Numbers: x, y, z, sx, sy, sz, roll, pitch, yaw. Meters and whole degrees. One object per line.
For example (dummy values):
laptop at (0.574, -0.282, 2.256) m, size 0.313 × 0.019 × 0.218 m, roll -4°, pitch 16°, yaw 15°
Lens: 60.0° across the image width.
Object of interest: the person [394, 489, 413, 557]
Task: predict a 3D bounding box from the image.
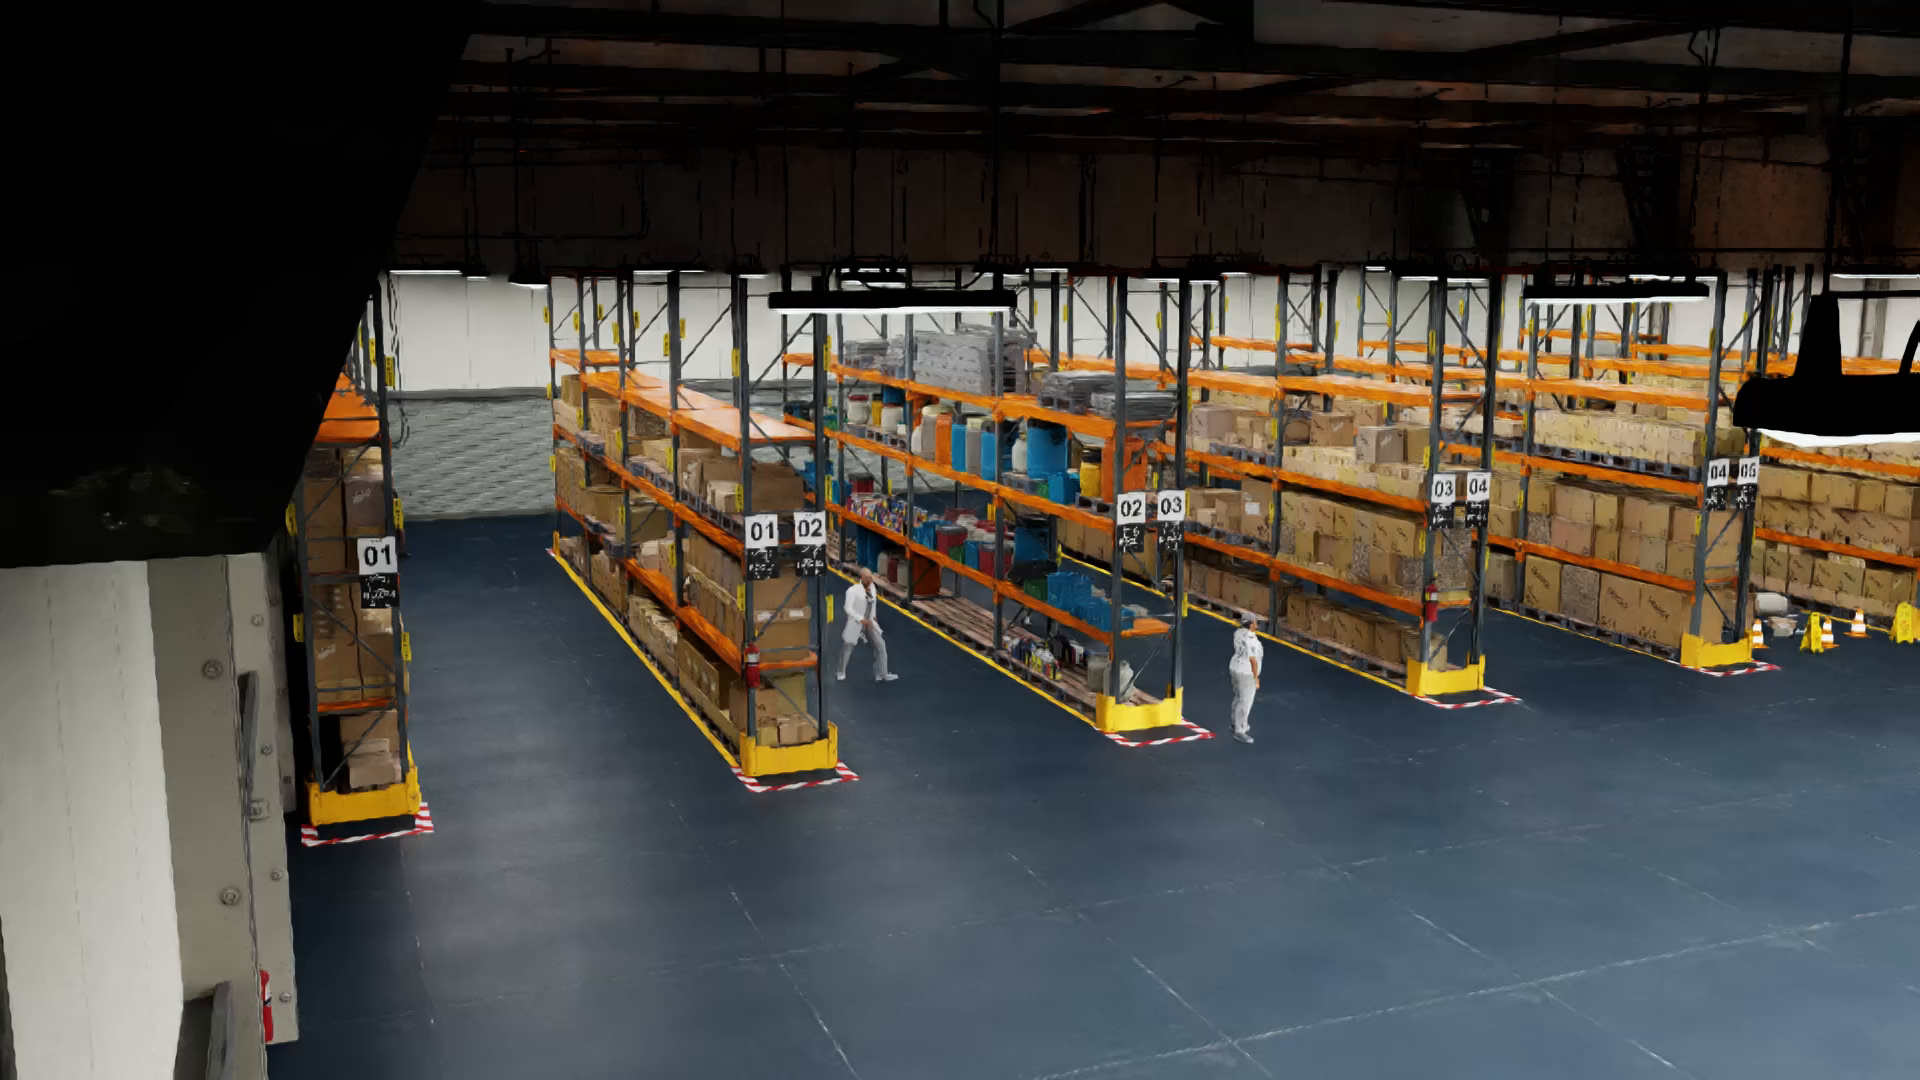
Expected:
person at (-11.839, -0.462, 34.427) m, size 0.748 × 1.672 × 0.648 m, roll 8°, pitch 13°, yaw 40°

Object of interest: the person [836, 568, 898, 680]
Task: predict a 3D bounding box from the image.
person at (-1.460, 1.235, 24.566) m, size 0.735 × 1.712 × 0.905 m, roll -8°, pitch 12°, yaw -37°

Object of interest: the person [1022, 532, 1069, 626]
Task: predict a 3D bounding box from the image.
person at (1.450, 0.623, 28.145) m, size 0.699 × 1.705 × 0.840 m, roll -8°, pitch 13°, yaw -38°

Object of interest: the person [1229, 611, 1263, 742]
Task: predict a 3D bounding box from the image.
person at (3.729, 1.752, 21.737) m, size 0.386 × 1.671 × 0.659 m, roll -2°, pitch 10°, yaw -13°
